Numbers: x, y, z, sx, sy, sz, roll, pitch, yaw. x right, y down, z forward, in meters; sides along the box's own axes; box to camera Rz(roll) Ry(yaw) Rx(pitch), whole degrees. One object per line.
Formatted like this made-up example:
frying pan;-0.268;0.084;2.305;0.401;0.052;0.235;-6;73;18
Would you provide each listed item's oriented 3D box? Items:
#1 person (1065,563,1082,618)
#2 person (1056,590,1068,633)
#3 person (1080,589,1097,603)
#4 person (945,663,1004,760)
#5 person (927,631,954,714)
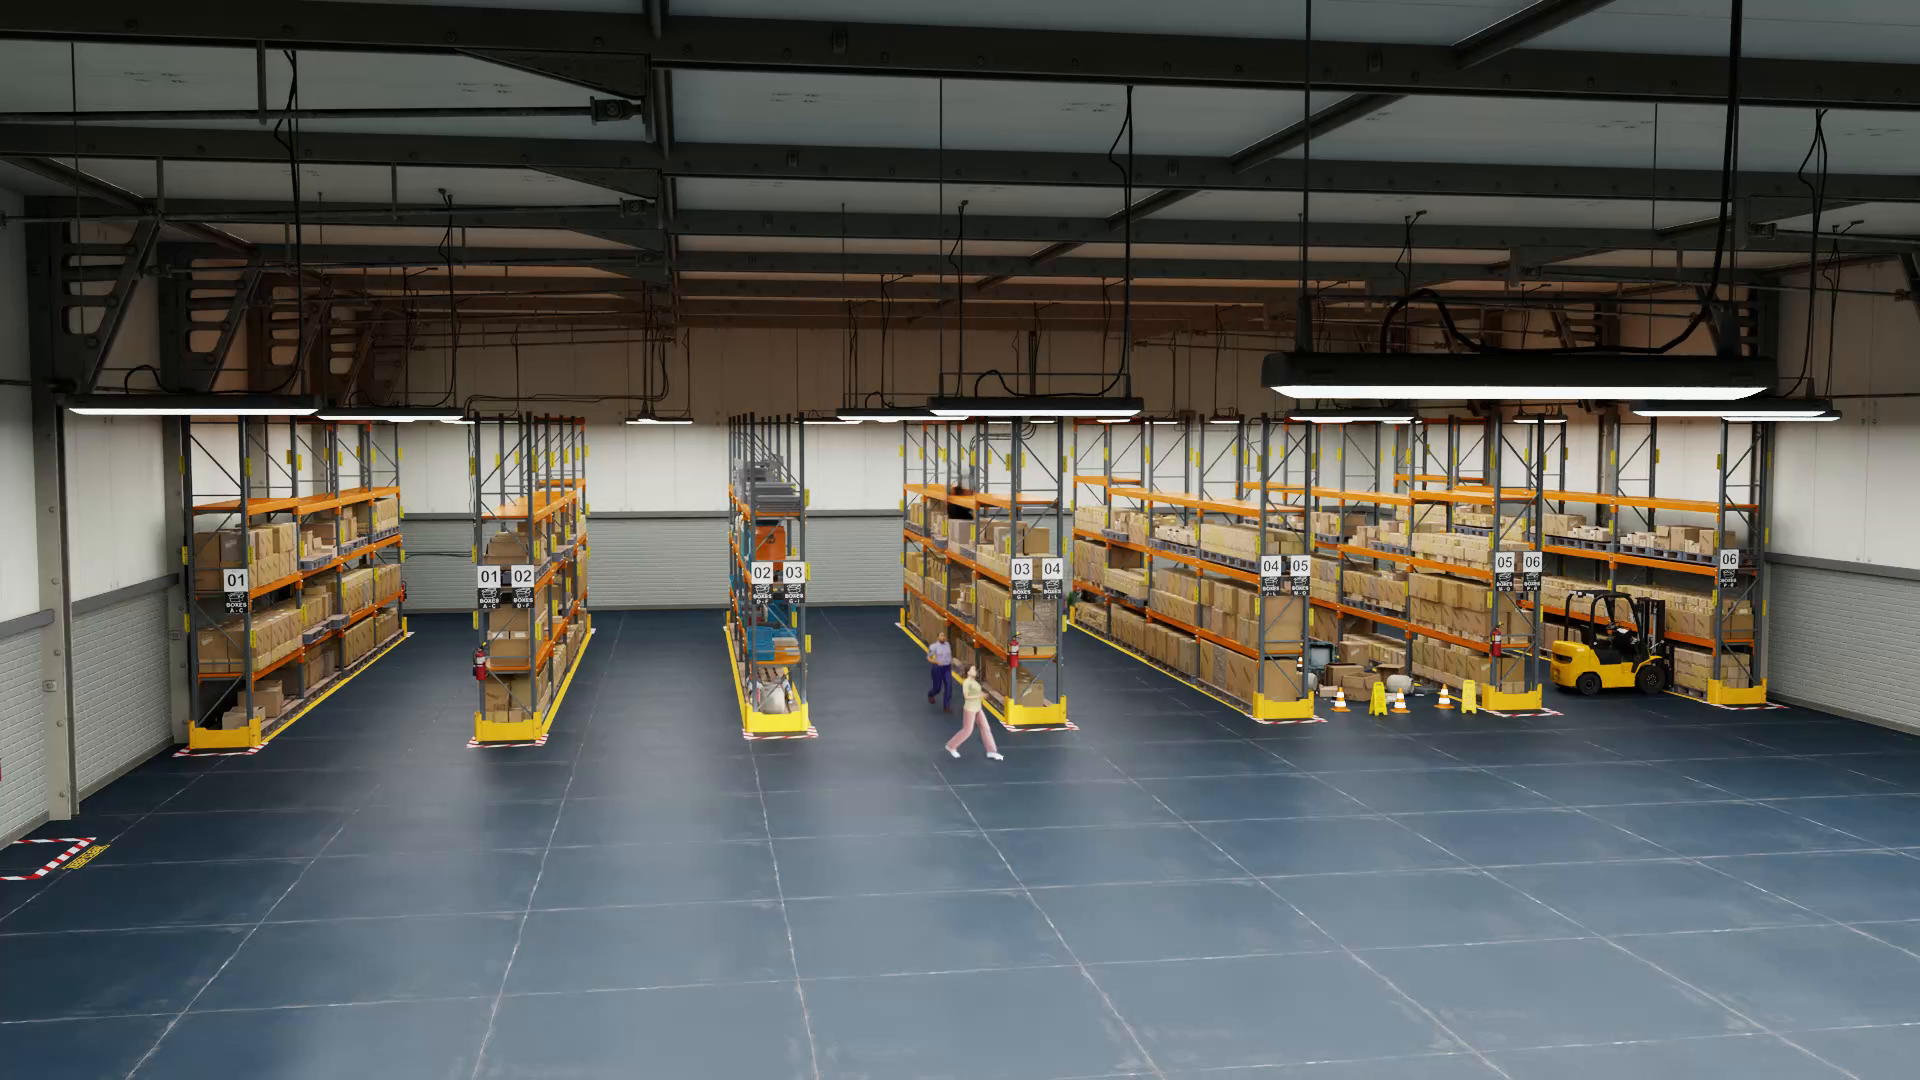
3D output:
person;3.394;1.504;49.886;0.518;1.707;0.946;0;4;6
person;2.655;1.943;44.681;0.540;1.475;0.726;-1;4;-12
person;3.927;1.447;49.893;0.676;1.732;0.680;-1;4;-16
person;0.250;2.929;28.514;1.018;1.640;0.580;2;4;24
person;-0.379;2.637;33.479;0.607;1.639;0.849;-2;4;-25
